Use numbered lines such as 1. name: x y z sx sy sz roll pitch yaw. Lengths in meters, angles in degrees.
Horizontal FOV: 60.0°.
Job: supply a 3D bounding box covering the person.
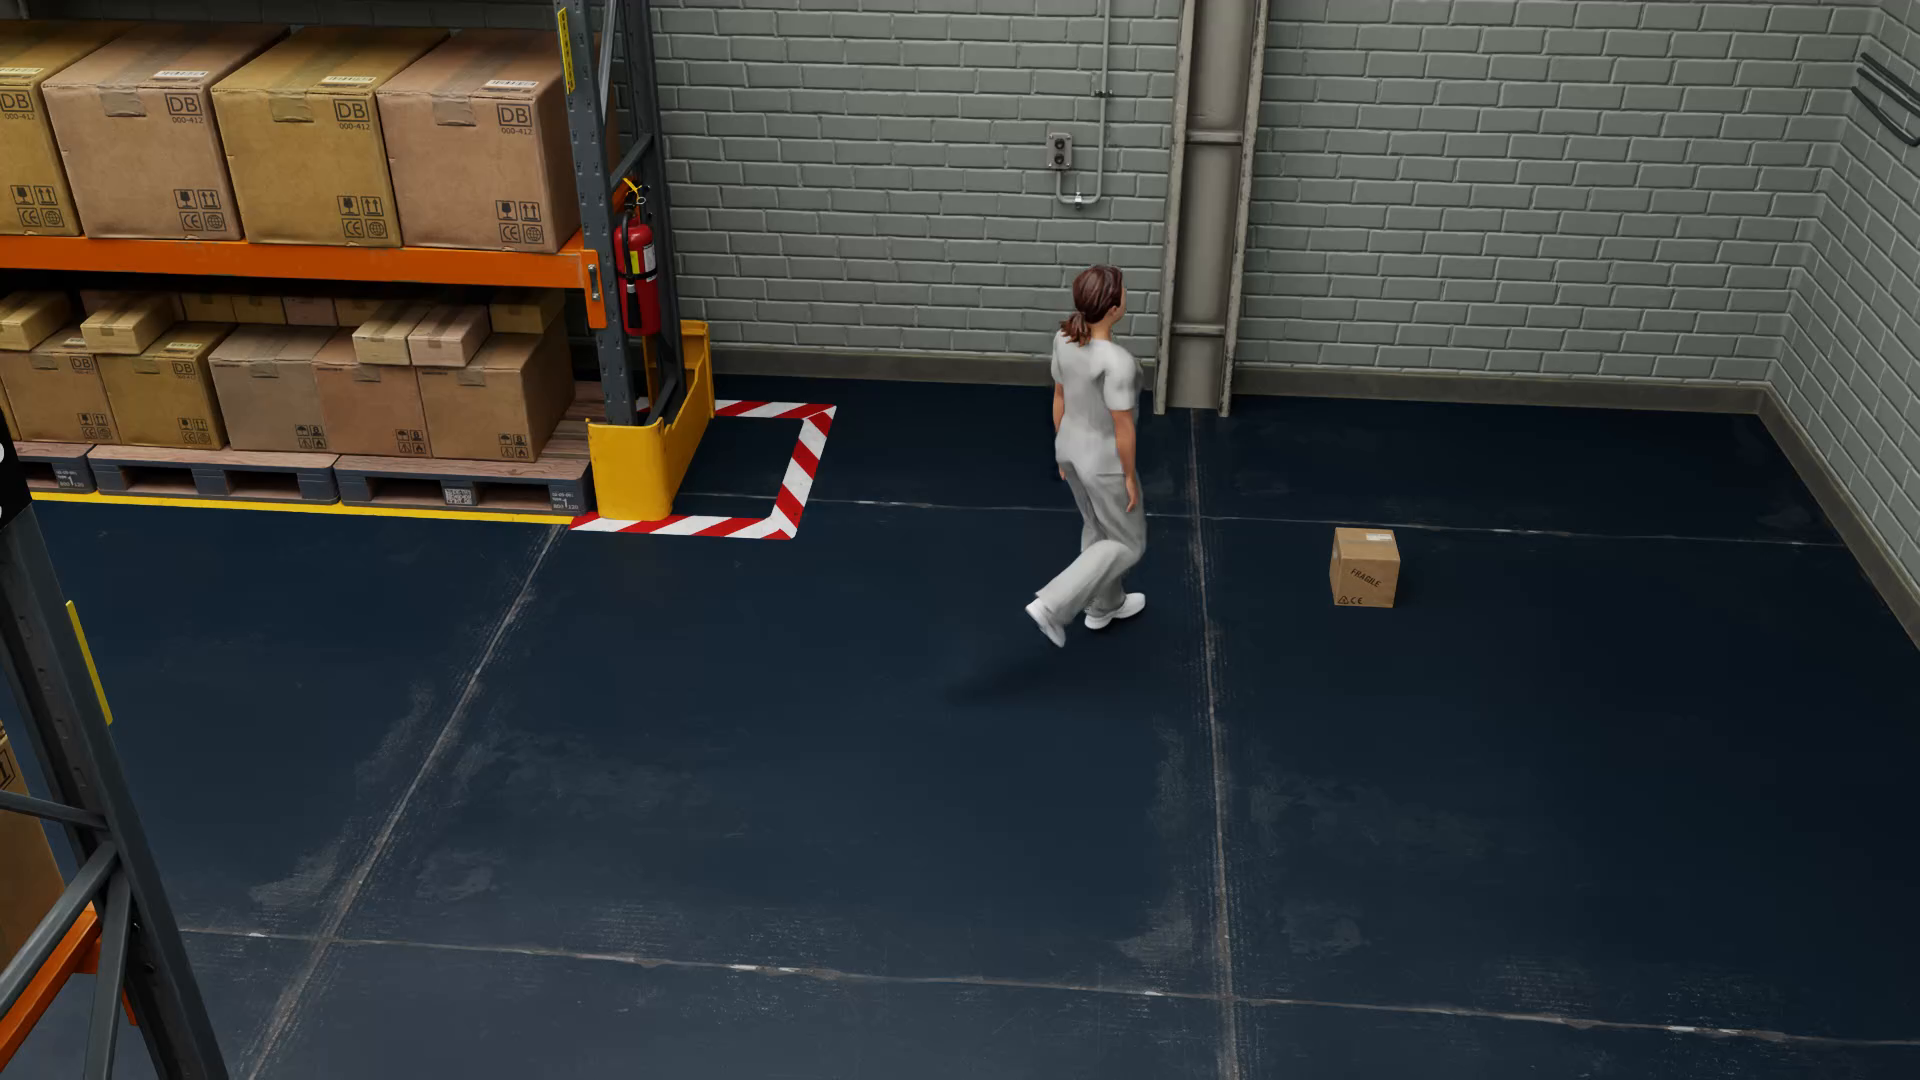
1. person: 0.517 -0.282 6.608 0.708 1.608 0.456 -20 37 -29
